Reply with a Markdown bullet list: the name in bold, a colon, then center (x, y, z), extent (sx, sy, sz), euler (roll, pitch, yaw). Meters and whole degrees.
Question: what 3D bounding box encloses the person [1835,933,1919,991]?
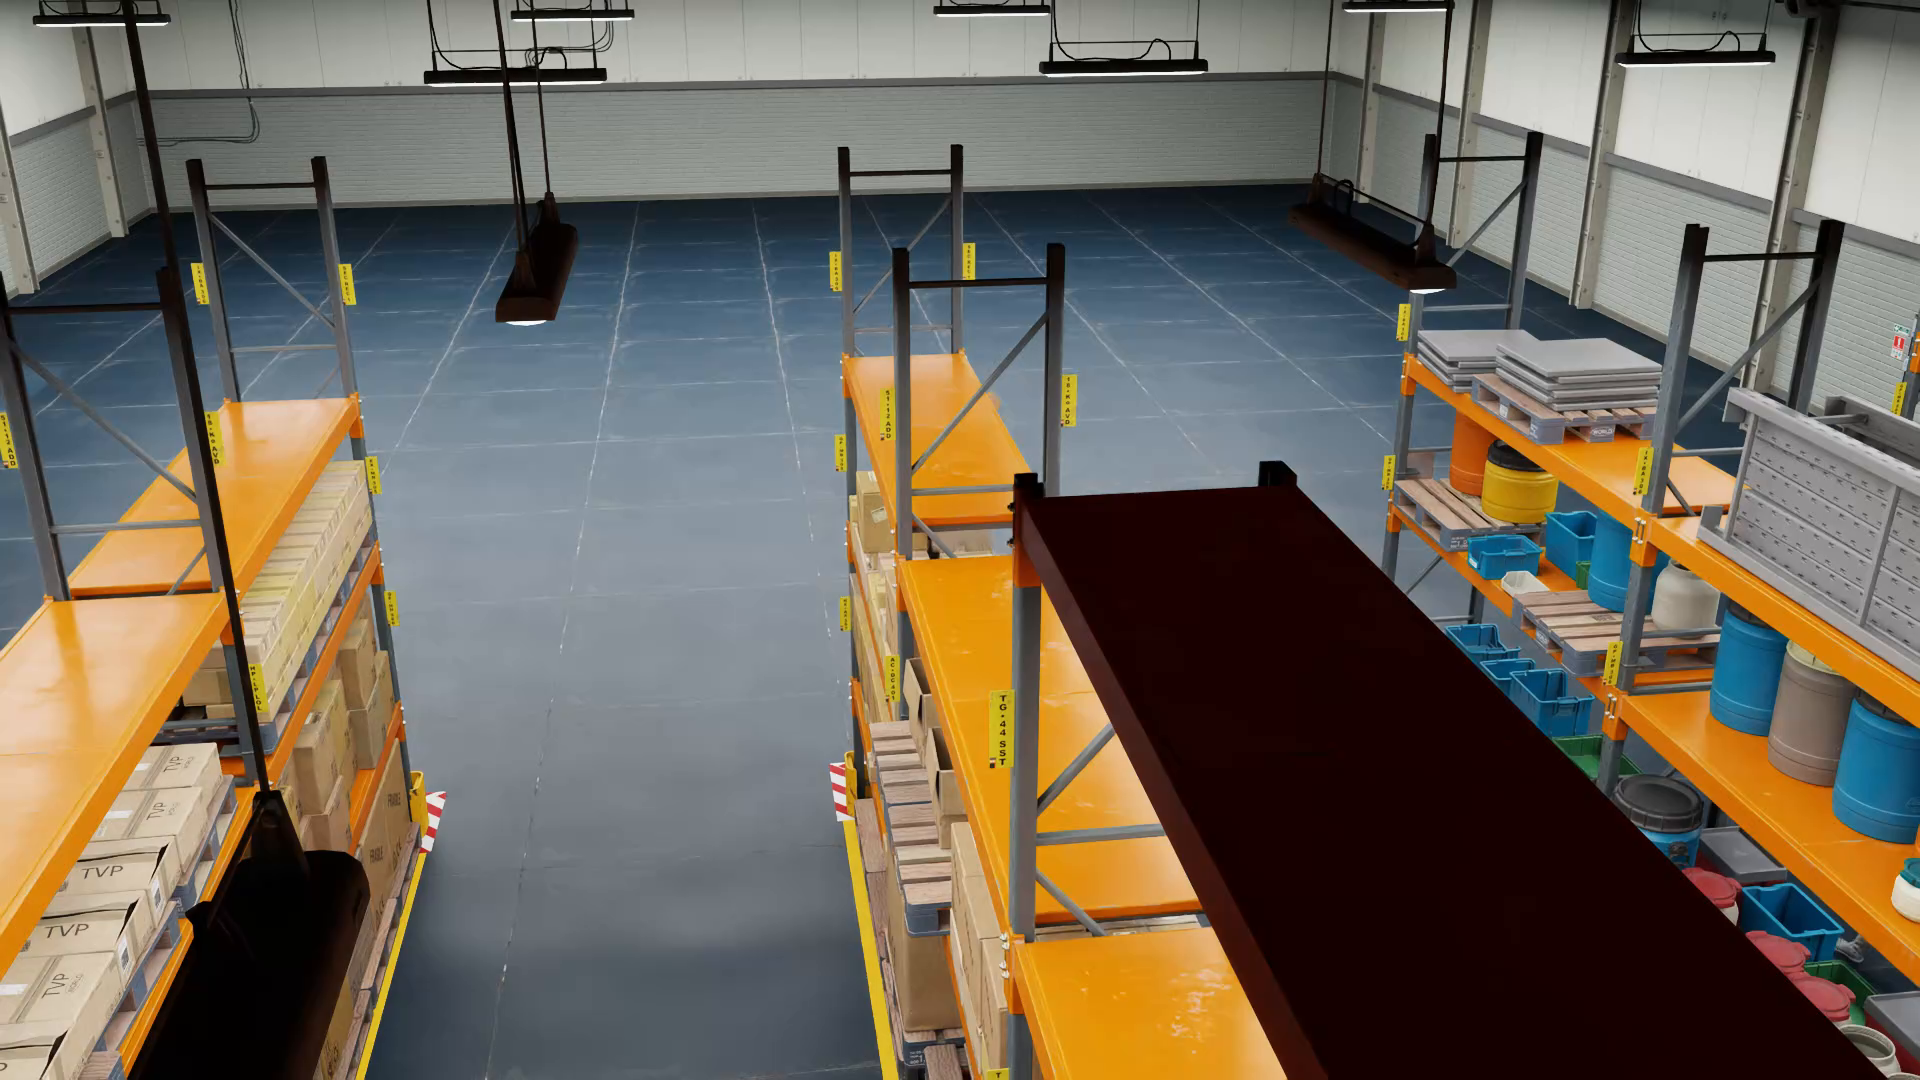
- **person**: center (7.259, 2.650, 12.698), extent (0.434, 1.644, 0.968), euler (-5, 22, -13)
